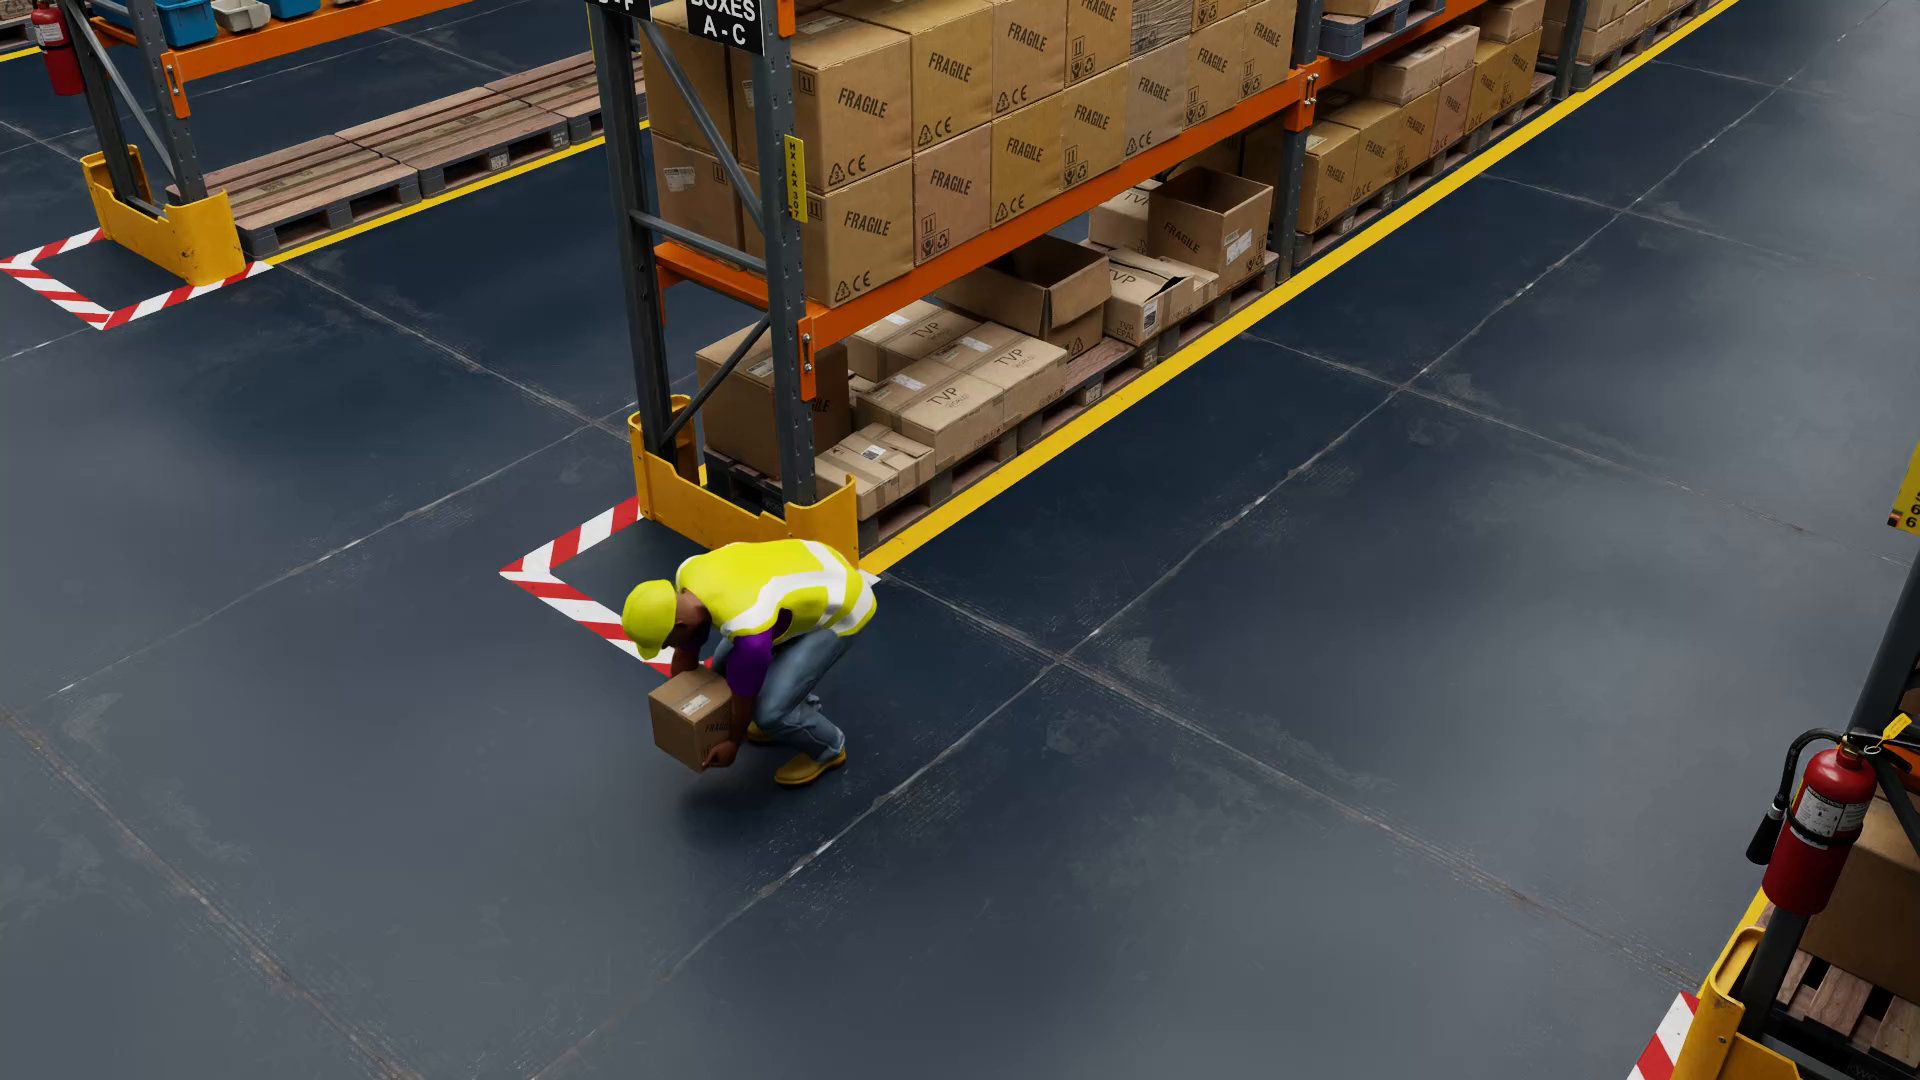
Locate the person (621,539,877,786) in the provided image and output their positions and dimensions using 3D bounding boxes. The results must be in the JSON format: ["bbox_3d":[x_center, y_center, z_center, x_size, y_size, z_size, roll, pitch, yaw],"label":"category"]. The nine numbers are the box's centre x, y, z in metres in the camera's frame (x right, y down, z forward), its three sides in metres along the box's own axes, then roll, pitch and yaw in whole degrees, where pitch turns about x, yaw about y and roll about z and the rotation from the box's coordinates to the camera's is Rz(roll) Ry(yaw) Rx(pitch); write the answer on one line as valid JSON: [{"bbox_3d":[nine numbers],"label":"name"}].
[{"bbox_3d":[-0.760,0.455,6.121,0.951,1.024,0.539,-19,39,-26],"label":"person"}]
